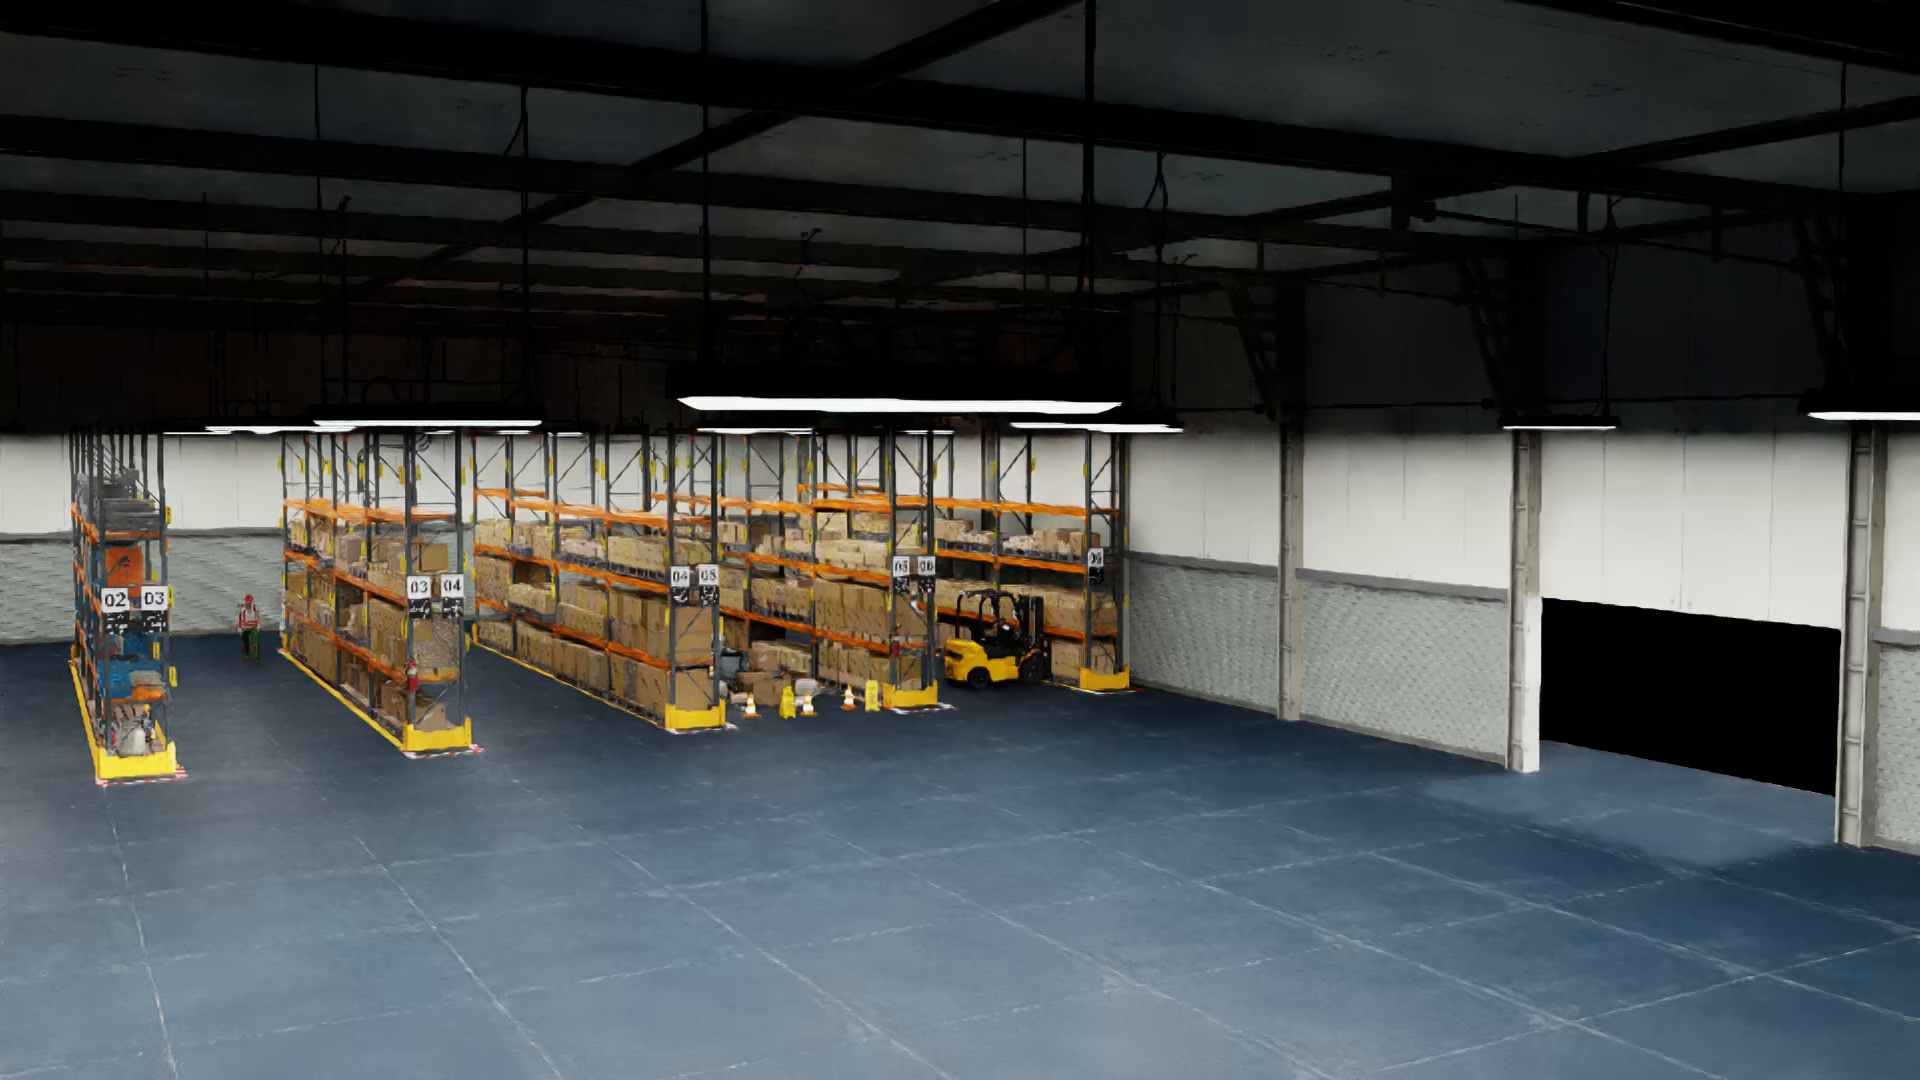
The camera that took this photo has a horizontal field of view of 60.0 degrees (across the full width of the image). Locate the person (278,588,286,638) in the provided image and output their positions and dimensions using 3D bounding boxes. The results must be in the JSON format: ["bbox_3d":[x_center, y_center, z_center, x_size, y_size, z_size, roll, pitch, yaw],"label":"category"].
[{"bbox_3d":[-19.062,1.928,47.382,0.805,1.722,0.685,3,5,42],"label":"person"}]

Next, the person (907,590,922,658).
[{"bbox_3d":[-1.283,2.173,42.976,0.587,1.763,0.677,0,4,-6],"label":"person"}]

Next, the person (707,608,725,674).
[{"bbox_3d":[-5.838,2.422,39.739,0.551,1.665,0.573,0,4,-2],"label":"person"}]

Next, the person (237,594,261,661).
[{"bbox_3d":[-18.169,2.229,42.495,0.553,1.709,1.120,-2,4,-27],"label":"person"}]
